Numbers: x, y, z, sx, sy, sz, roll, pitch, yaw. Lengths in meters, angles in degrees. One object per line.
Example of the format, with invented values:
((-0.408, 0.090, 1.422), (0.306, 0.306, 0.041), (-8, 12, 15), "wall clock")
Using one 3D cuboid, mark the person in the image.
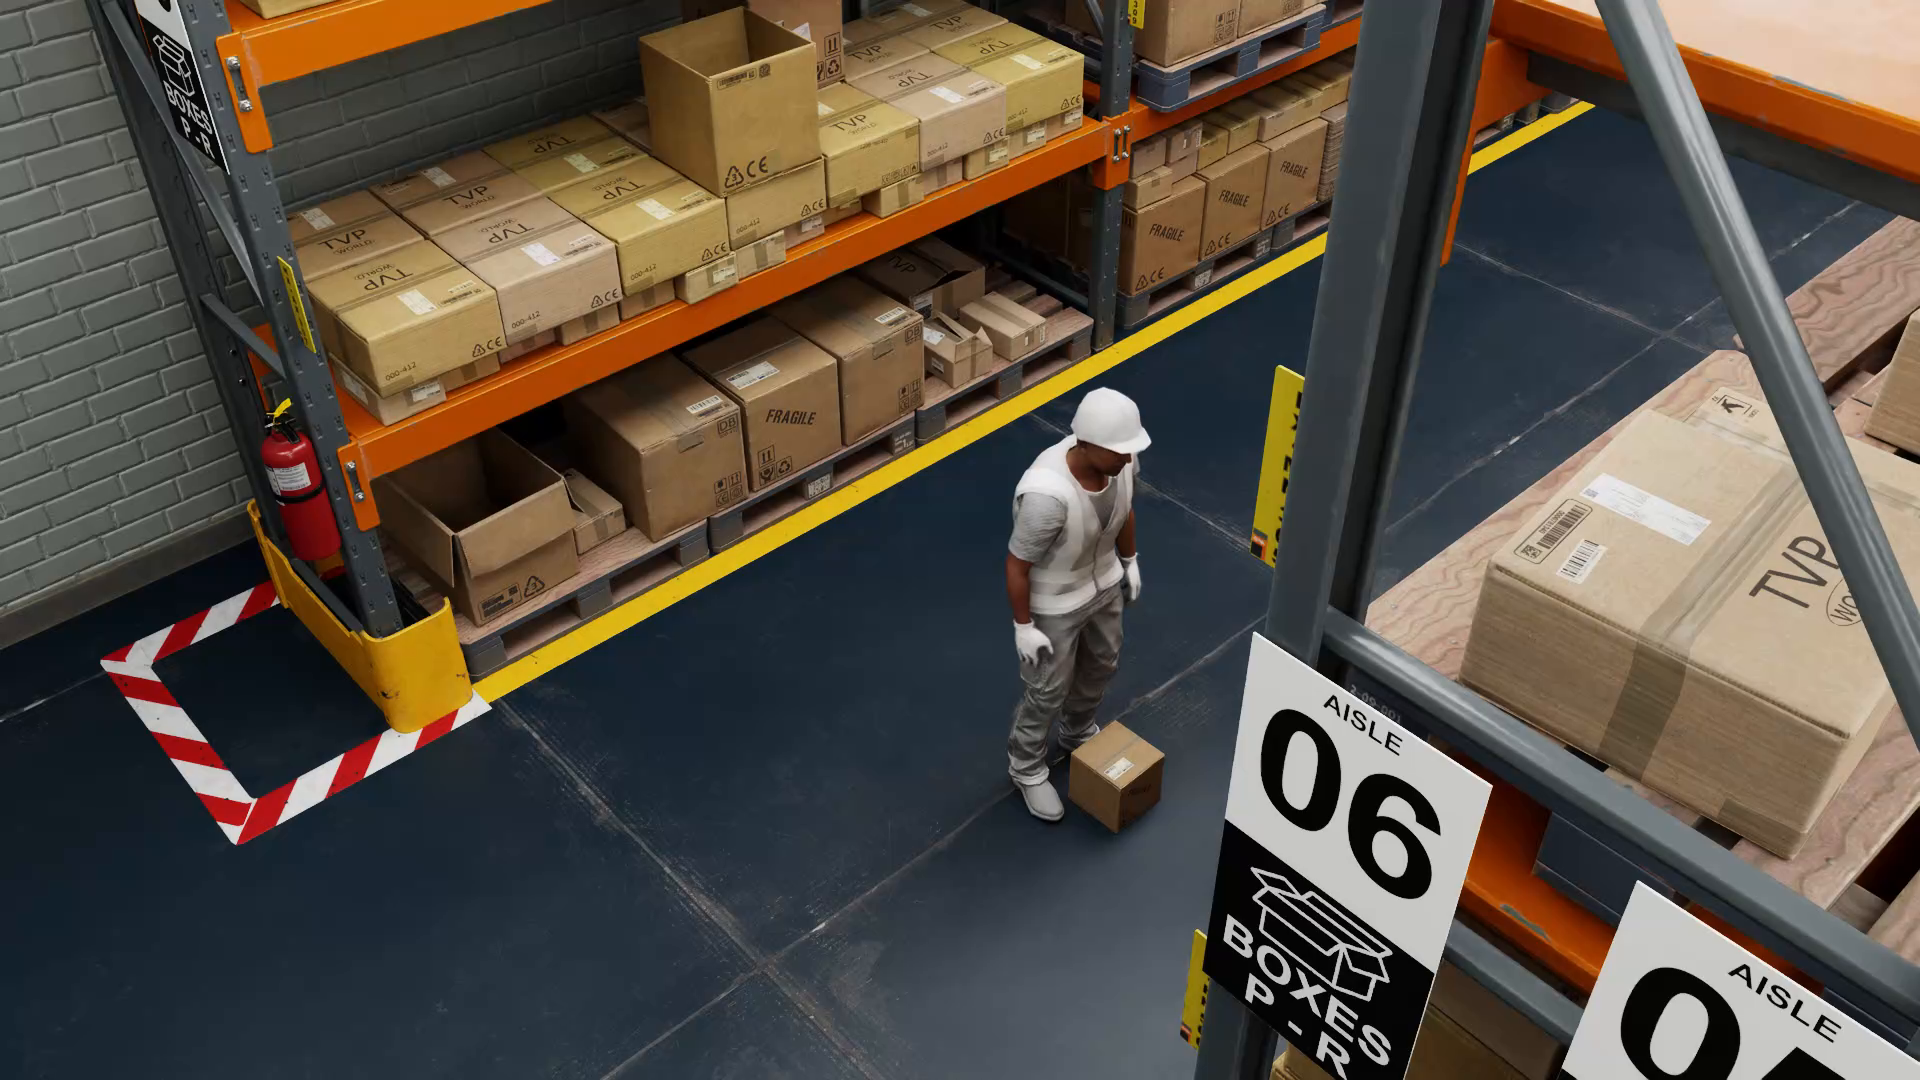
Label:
((0.412, 0.201, 5.903), (0.616, 1.774, 0.448), (-32, 49, -33), "person")
